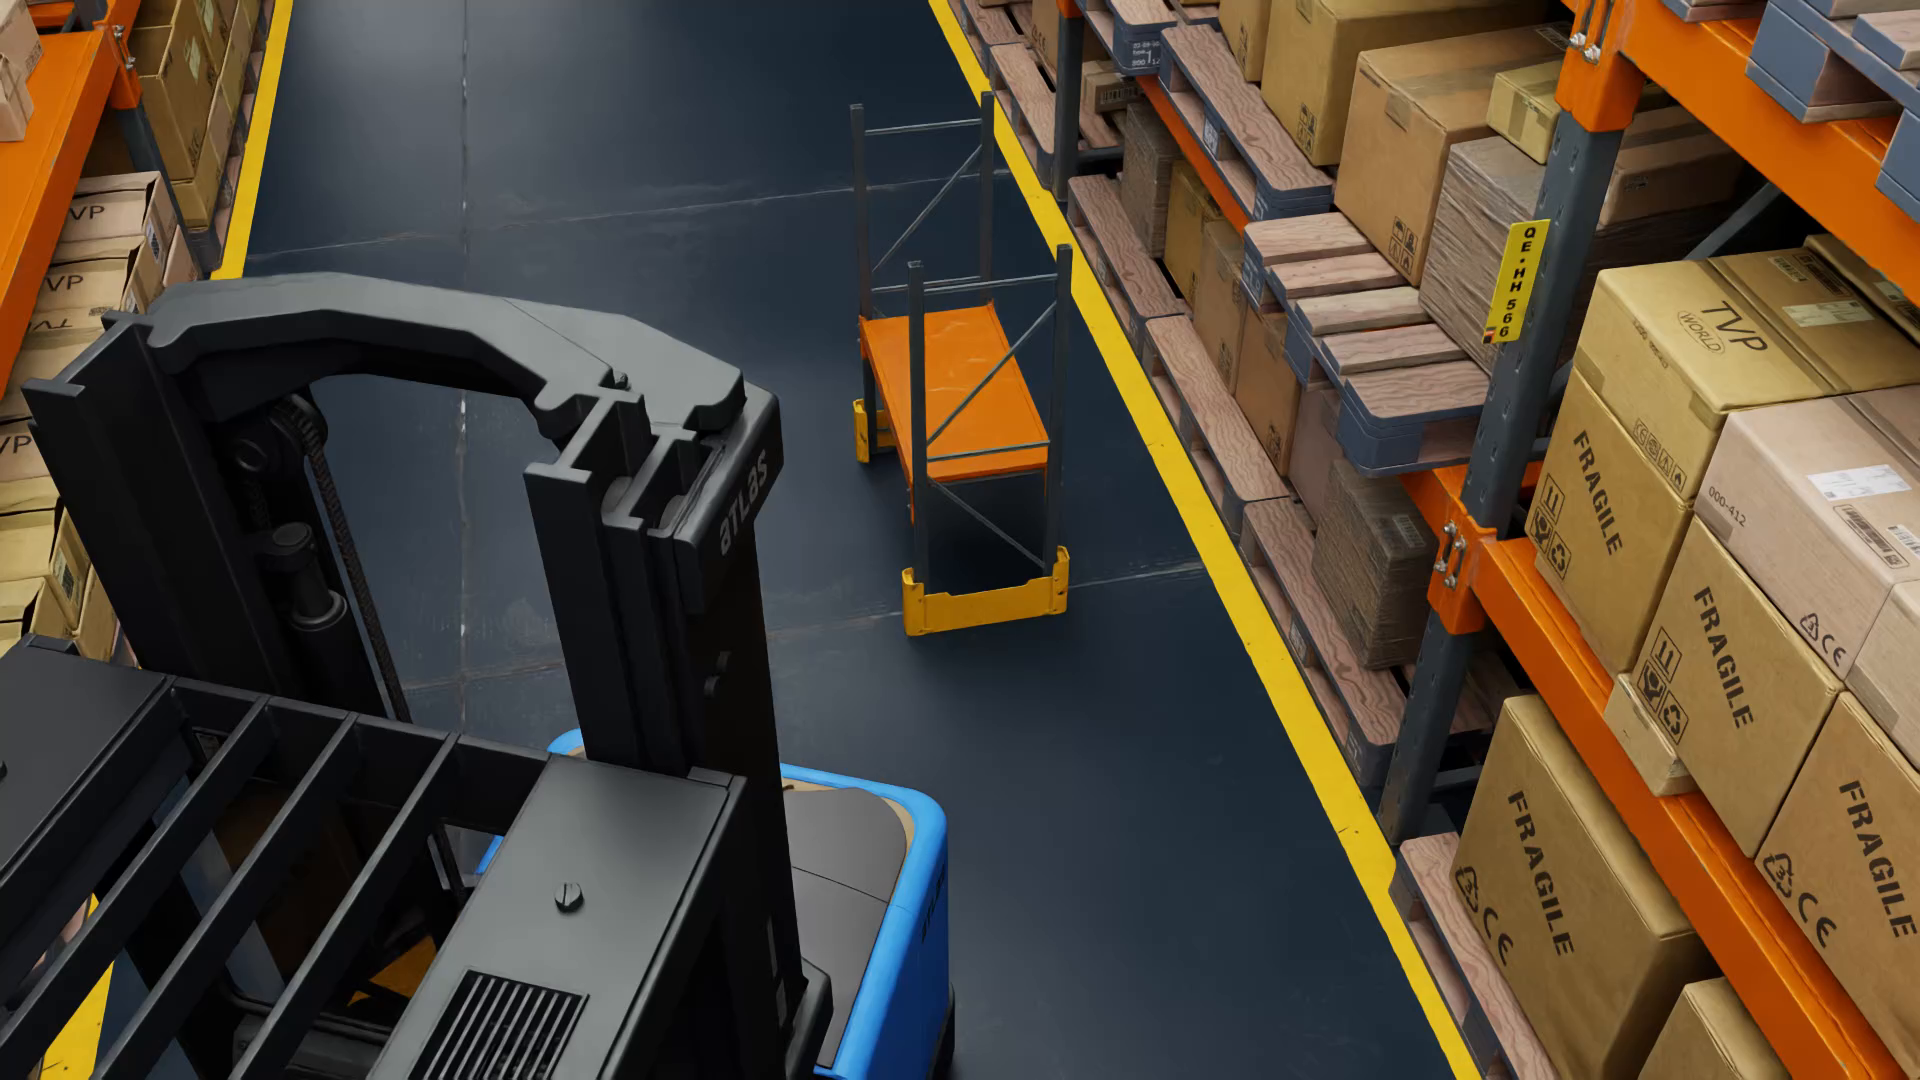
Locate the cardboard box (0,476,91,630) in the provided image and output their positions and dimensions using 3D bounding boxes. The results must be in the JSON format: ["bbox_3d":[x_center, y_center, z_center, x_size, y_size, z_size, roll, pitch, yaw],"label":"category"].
[{"bbox_3d":[-3.076,0.048,5.269,0.500,0.311,0.500,-9,42,-10],"label":"cardboard box"}]

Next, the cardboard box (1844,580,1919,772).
[{"bbox_3d":[1.890,0.292,2.782,0.500,0.250,0.500,-8,42,-9],"label":"cardboard box"}]

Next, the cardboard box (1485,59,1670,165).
[{"bbox_3d":[1.628,-1.145,4.385,0.380,0.149,0.250,-15,44,-16],"label":"cardboard box"}]

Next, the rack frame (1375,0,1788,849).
[{"bbox_3d":[1.815,-0.274,4.300,1.000,3.000,0.127,-8,42,-9],"label":"rack frame"}]

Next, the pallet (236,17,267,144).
[{"bbox_3d":[-4.282,-2.426,8.824,1.003,0.211,1.213,-8,42,-9],"label":"pallet"}]

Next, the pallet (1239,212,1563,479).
[{"bbox_3d":[1.558,-0.649,4.867,1.213,0.211,1.003,-8,42,-9],"label":"pallet"}]

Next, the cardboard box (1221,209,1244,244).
[{"bbox_3d":[1.341,-1.281,6.420,0.500,0.250,0.500,-9,42,-11],"label":"cardboard box"}]

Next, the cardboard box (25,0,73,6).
[{"bbox_3d":[-3.986,-2.479,6.708,0.700,0.500,0.500,-9,42,-10],"label":"cardboard box"}]

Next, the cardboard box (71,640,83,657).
[{"bbox_3d":[-2.956,0.602,5.067,0.500,0.250,0.500,-9,42,-10],"label":"cardboard box"}]

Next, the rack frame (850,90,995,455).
[{"bbox_3d":[-0.128,-0.946,6.186,0.500,1.500,0.032,-8,42,-9],"label":"rack frame"}]

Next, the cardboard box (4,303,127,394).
[{"bbox_3d":[-3.293,-0.612,6.012,0.500,0.311,0.500,-8,42,-9],"label":"cardboard box"}]

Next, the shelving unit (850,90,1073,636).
[{"bbox_3d":[-0.016,-0.610,5.808,0.587,1.500,1.083,-8,42,-9],"label":"shelving unit"}]

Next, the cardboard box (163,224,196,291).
[{"bbox_3d":[-3.512,-1.057,6.936,0.500,0.250,0.500,-9,42,-10],"label":"cardboard box"}]

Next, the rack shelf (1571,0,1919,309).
[{"bbox_3d":[2.247,0.169,2.082,1.077,0.370,4.000,-8,42,-9],"label":"rack shelf"}]

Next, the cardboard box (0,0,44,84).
[{"bbox_3d":[-3.735,-1.786,6.116,0.500,0.250,0.500,-6,42,-7],"label":"cardboard box"}]

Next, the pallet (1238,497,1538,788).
[{"bbox_3d":[1.648,0.262,5.796,1.003,0.211,1.213,-8,42,-9],"label":"pallet"}]

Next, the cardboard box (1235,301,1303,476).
[{"bbox_3d":[1.477,-0.632,6.254,0.700,0.500,0.500,-9,42,-10],"label":"cardboard box"}]

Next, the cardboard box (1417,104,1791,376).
[{"bbox_3d":[1.704,-0.780,4.462,0.700,0.500,0.500,-13,43,-14],"label":"cardboard box"}]

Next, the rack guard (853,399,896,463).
[{"bbox_3d":[-0.124,-0.466,6.586,0.587,0.250,0.087,-8,42,-9],"label":"rack guard"}]

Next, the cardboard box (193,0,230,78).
[{"bbox_3d":[-3.894,-2.558,8.062,0.500,0.500,0.500,-8,42,-9],"label":"cardboard box"}]

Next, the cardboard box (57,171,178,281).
[{"bbox_3d":[-3.517,-1.272,6.756,0.500,0.311,0.500,-8,42,-9],"label":"cardboard box"}]

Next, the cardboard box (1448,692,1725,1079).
[{"bbox_3d":[1.846,0.868,4.316,0.750,0.750,0.750,-9,42,-10],"label":"cardboard box"}]

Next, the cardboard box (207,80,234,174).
[{"bbox_3d":[-3.791,-1.953,7.945,0.500,0.250,0.500,-8,42,-9],"label":"cardboard box"}]

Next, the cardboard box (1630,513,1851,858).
[{"bbox_3d":[1.774,0.262,3.381,0.500,0.500,0.500,-7,42,-8],"label":"cardboard box"}]

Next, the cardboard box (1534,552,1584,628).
[{"bbox_3d":[1.660,0.059,4.099,0.380,0.149,0.250,-9,42,-10],"label":"cardboard box"}]

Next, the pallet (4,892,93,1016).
[{"bbox_3d":[-3.160,0.941,5.030,1.003,0.211,1.213,-8,42,-9],"label":"pallet"}]

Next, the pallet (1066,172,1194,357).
[{"bbox_3d":[1.121,-1.320,7.578,1.003,0.211,1.213,-8,42,-9],"label":"pallet"}]

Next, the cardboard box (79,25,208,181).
[{"bbox_3d":[-3.678,-1.910,7.332,0.500,0.500,0.500,-8,42,-9],"label":"cardboard box"}]

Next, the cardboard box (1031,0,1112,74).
[{"bbox_3d":[0.689,-2.764,8.656,0.500,0.500,0.500,-11,43,-12],"label":"cardboard box"}]

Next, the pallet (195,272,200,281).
[{"bbox_3d":[-3.687,-0.640,6.812,1.003,0.211,1.213,-8,42,-9],"label":"pallet"}]

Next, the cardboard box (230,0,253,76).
[{"bbox_3d":[-4.008,-2.601,8.675,0.500,0.250,0.500,-8,42,-9],"label":"cardboard box"}]

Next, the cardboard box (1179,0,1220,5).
[{"bbox_3d":[1.142,-2.371,6.255,0.700,0.500,0.500,-4,42,-5],"label":"cardboard box"}]

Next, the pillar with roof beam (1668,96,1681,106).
[{"bbox_3d":[-1.824,-2.868,2.702,9.100,9.000,0.400,-8,42,-9],"label":"pillar with roof beam"}]

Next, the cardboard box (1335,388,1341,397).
[{"bbox_3d":[1.547,-0.622,5.678,0.500,0.250,0.500,-8,42,-8],"label":"cardboard box"}]

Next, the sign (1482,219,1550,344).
[{"bbox_3d":[1.288,-0.594,3.847,0.100,0.325,0.005,-8,42,-9],"label":"sign"}]

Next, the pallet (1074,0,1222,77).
[{"bbox_3d":[0.975,-2.279,6.703,1.003,0.211,1.213,-8,42,-9],"label":"pallet"}]

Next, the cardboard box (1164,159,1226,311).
[{"bbox_3d":[1.288,-1.295,7.000,0.700,0.500,0.500,-9,42,-10],"label":"cardboard box"}]

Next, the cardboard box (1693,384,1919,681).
[{"bbox_3d":[1.778,-0.032,3.147,0.500,0.250,0.500,-9,42,-10],"label":"cardboard box"}]

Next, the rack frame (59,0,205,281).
[{"bbox_3d":[-3.884,-2.155,6.418,1.000,3.000,0.127,-8,42,-9],"label":"rack frame"}]

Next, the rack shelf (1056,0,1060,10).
[{"bbox_3d":[0.520,-3.895,8.920,1.077,0.370,4.000,-8,42,-9],"label":"rack shelf"}]

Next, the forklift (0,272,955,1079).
[{"bbox_3d":[-0.875,1.183,2.709,1.130,2.935,3.031,10,42,11],"label":"forklift"}]

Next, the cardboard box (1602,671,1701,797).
[{"bbox_3d":[1.681,0.408,3.705,0.380,0.149,0.250,-7,42,-8],"label":"cardboard box"}]

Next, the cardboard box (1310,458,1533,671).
[{"bbox_3d":[1.609,0.037,5.501,0.700,0.500,0.500,-8,42,-9],"label":"cardboard box"}]

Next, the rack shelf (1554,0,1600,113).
[{"bbox_3d":[1.384,-2.424,5.003,1.077,0.370,4.000,-8,42,-9],"label":"rack shelf"}]

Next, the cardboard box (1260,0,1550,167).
[{"bbox_3d":[1.414,-1.584,5.368,0.700,0.500,0.500,-8,42,-9],"label":"cardboard box"}]
